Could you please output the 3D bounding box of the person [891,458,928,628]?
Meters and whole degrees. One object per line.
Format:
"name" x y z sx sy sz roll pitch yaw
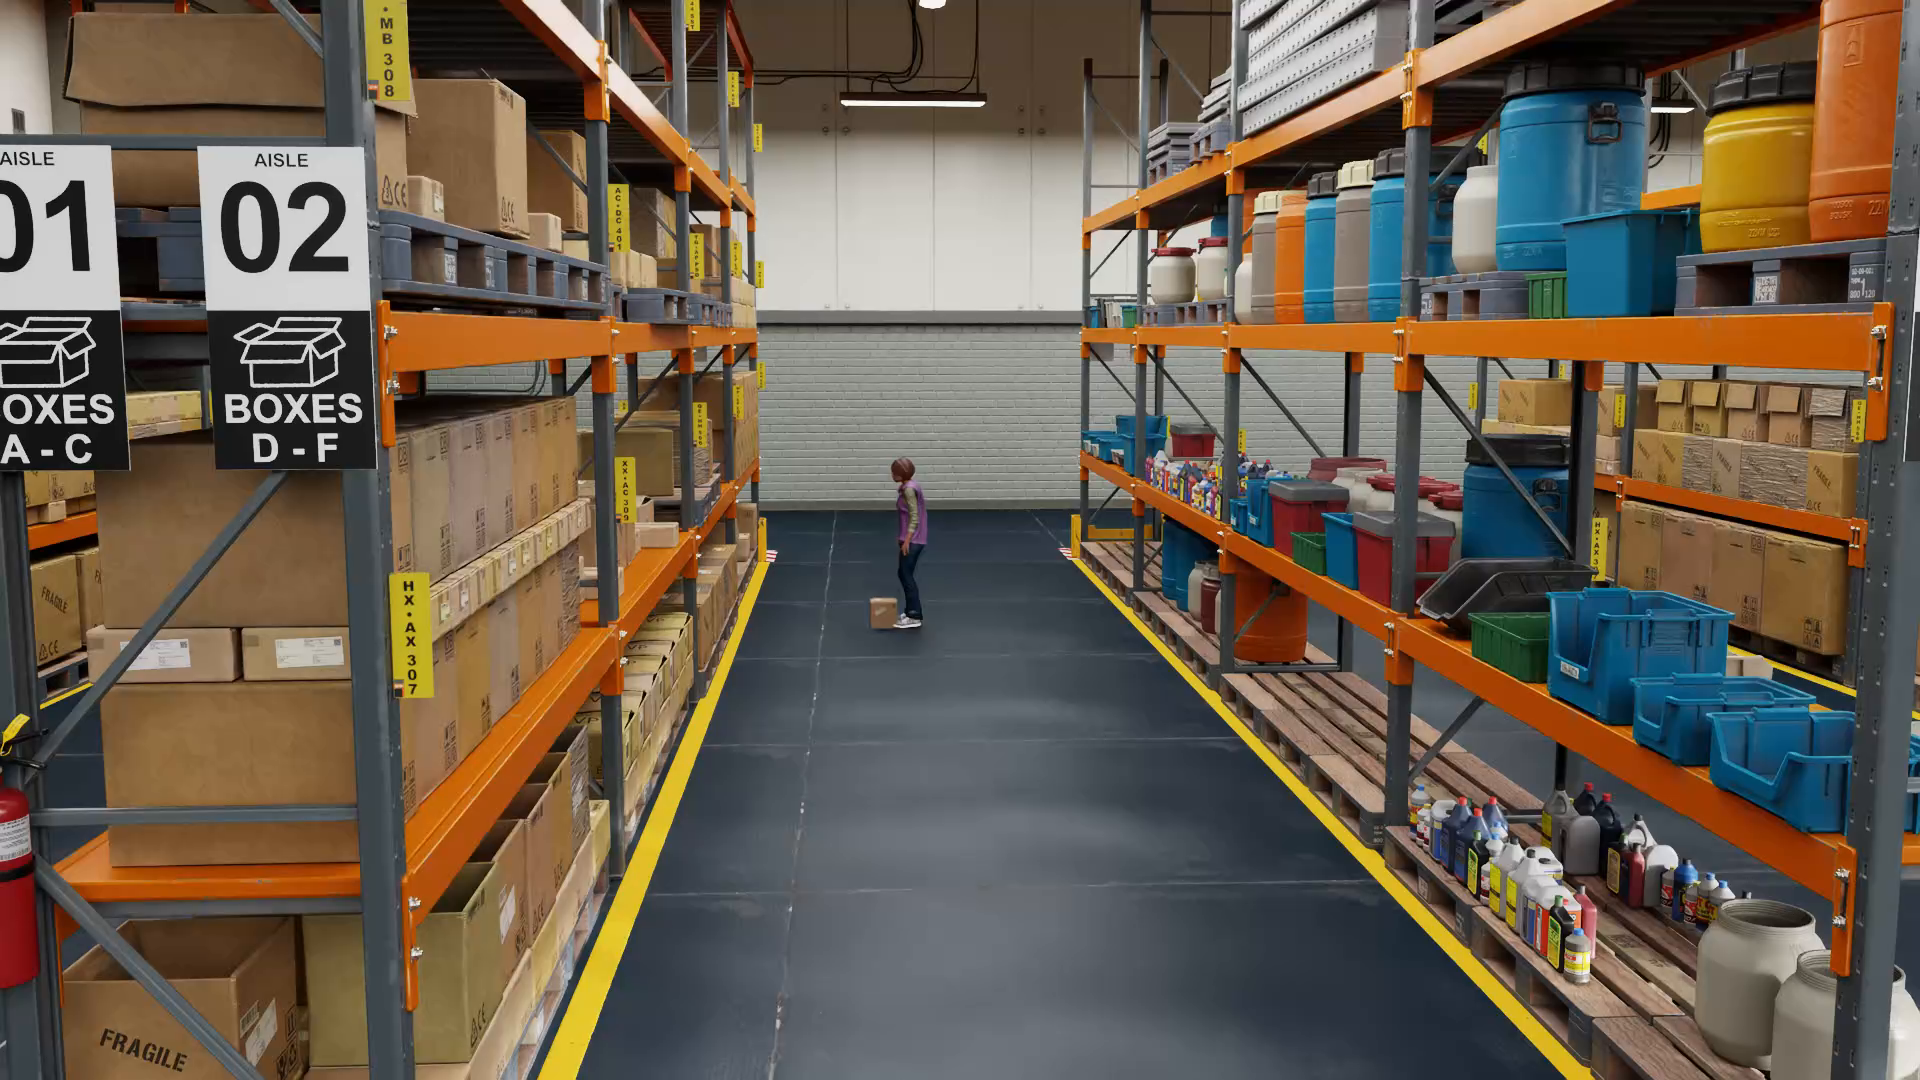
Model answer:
"person" -0.478 0.021 15.630 0.339 1.593 0.462 -1 7 -6
